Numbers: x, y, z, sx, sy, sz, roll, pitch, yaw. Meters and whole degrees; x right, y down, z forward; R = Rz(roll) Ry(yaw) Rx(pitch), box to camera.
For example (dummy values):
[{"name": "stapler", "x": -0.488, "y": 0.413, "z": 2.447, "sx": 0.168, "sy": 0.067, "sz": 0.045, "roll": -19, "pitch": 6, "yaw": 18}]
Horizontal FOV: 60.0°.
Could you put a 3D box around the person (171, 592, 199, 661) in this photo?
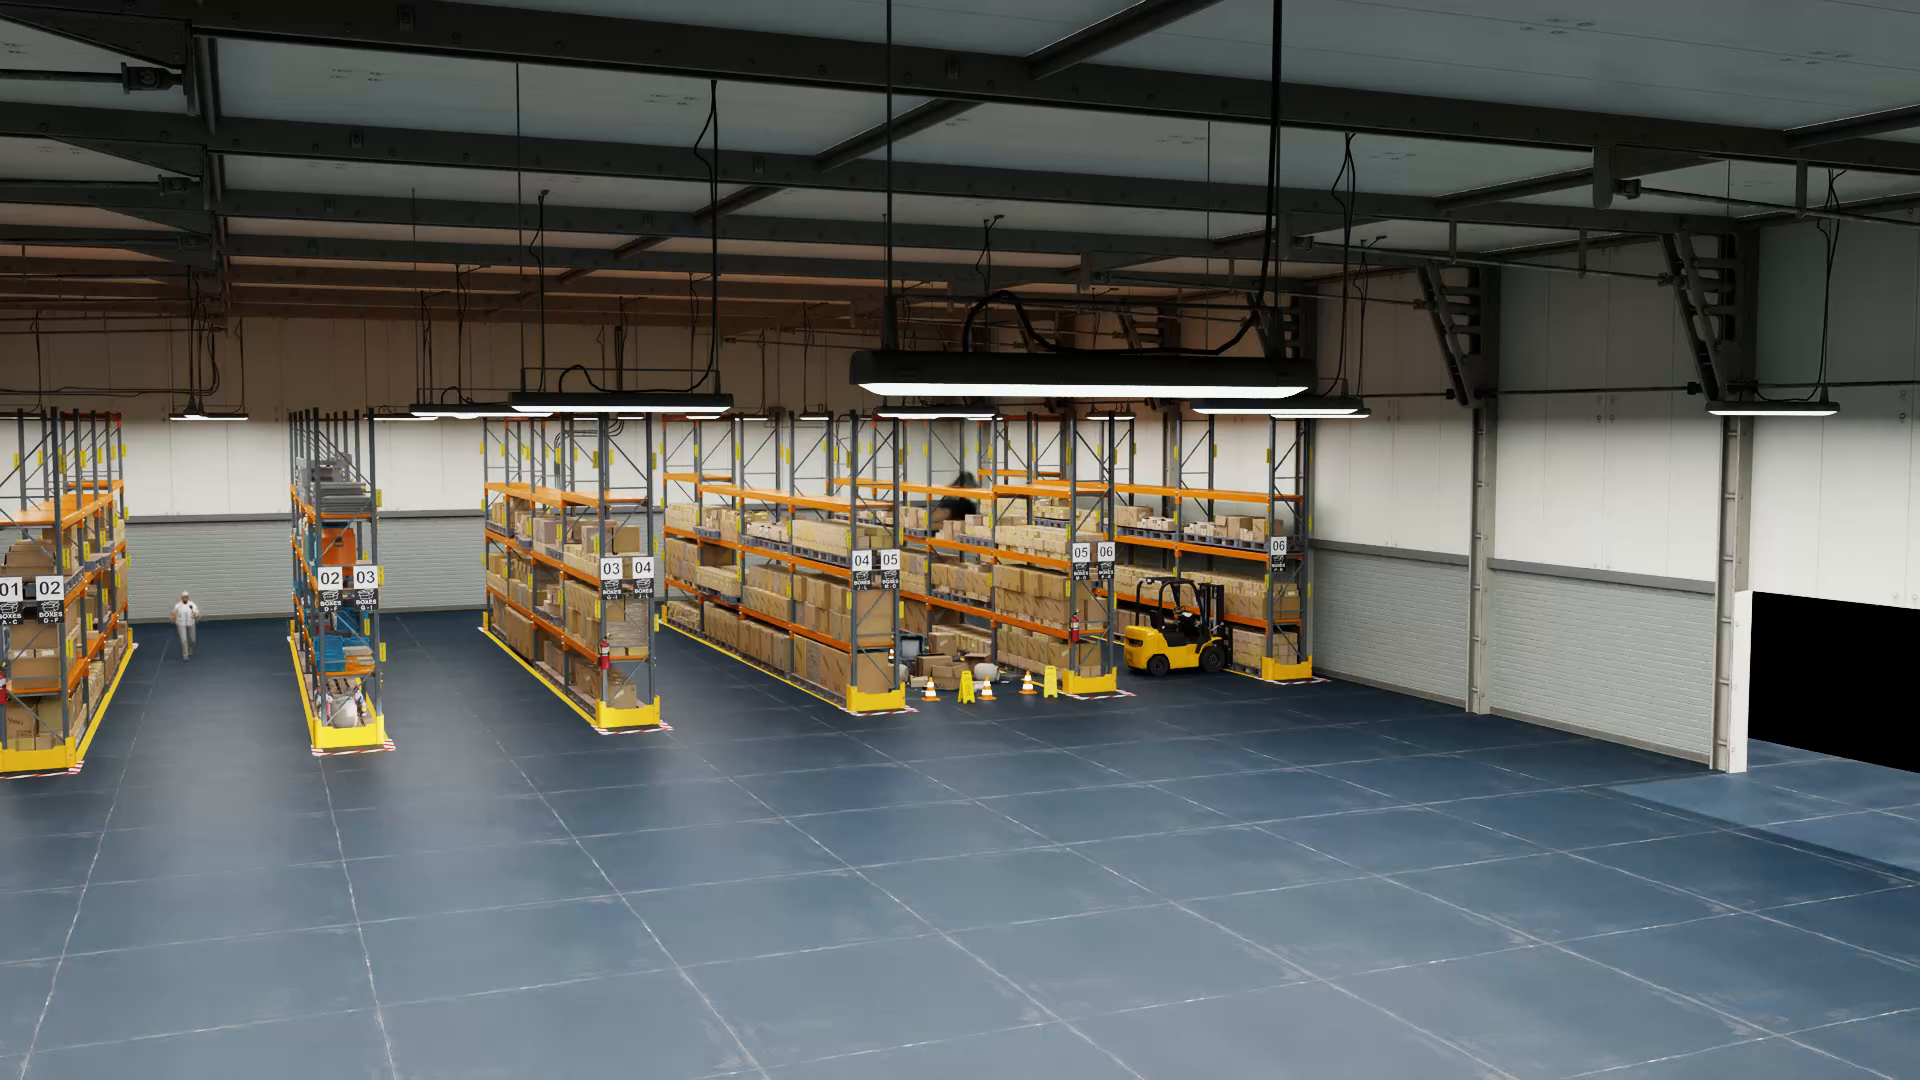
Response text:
[{"name": "person", "x": -18.804, "y": 2.079, "z": 40.392, "sx": 0.619, "sy": 1.632, "sz": 0.738, "roll": -2, "pitch": 5, "yaw": -31}]

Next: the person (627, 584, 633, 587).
[{"name": "person", "x": -9.261, "y": 1.637, "z": 46.483, "sx": 0.668, "sy": 1.665, "sz": 0.620, "roll": -1, "pitch": 4, "yaw": -16}]
